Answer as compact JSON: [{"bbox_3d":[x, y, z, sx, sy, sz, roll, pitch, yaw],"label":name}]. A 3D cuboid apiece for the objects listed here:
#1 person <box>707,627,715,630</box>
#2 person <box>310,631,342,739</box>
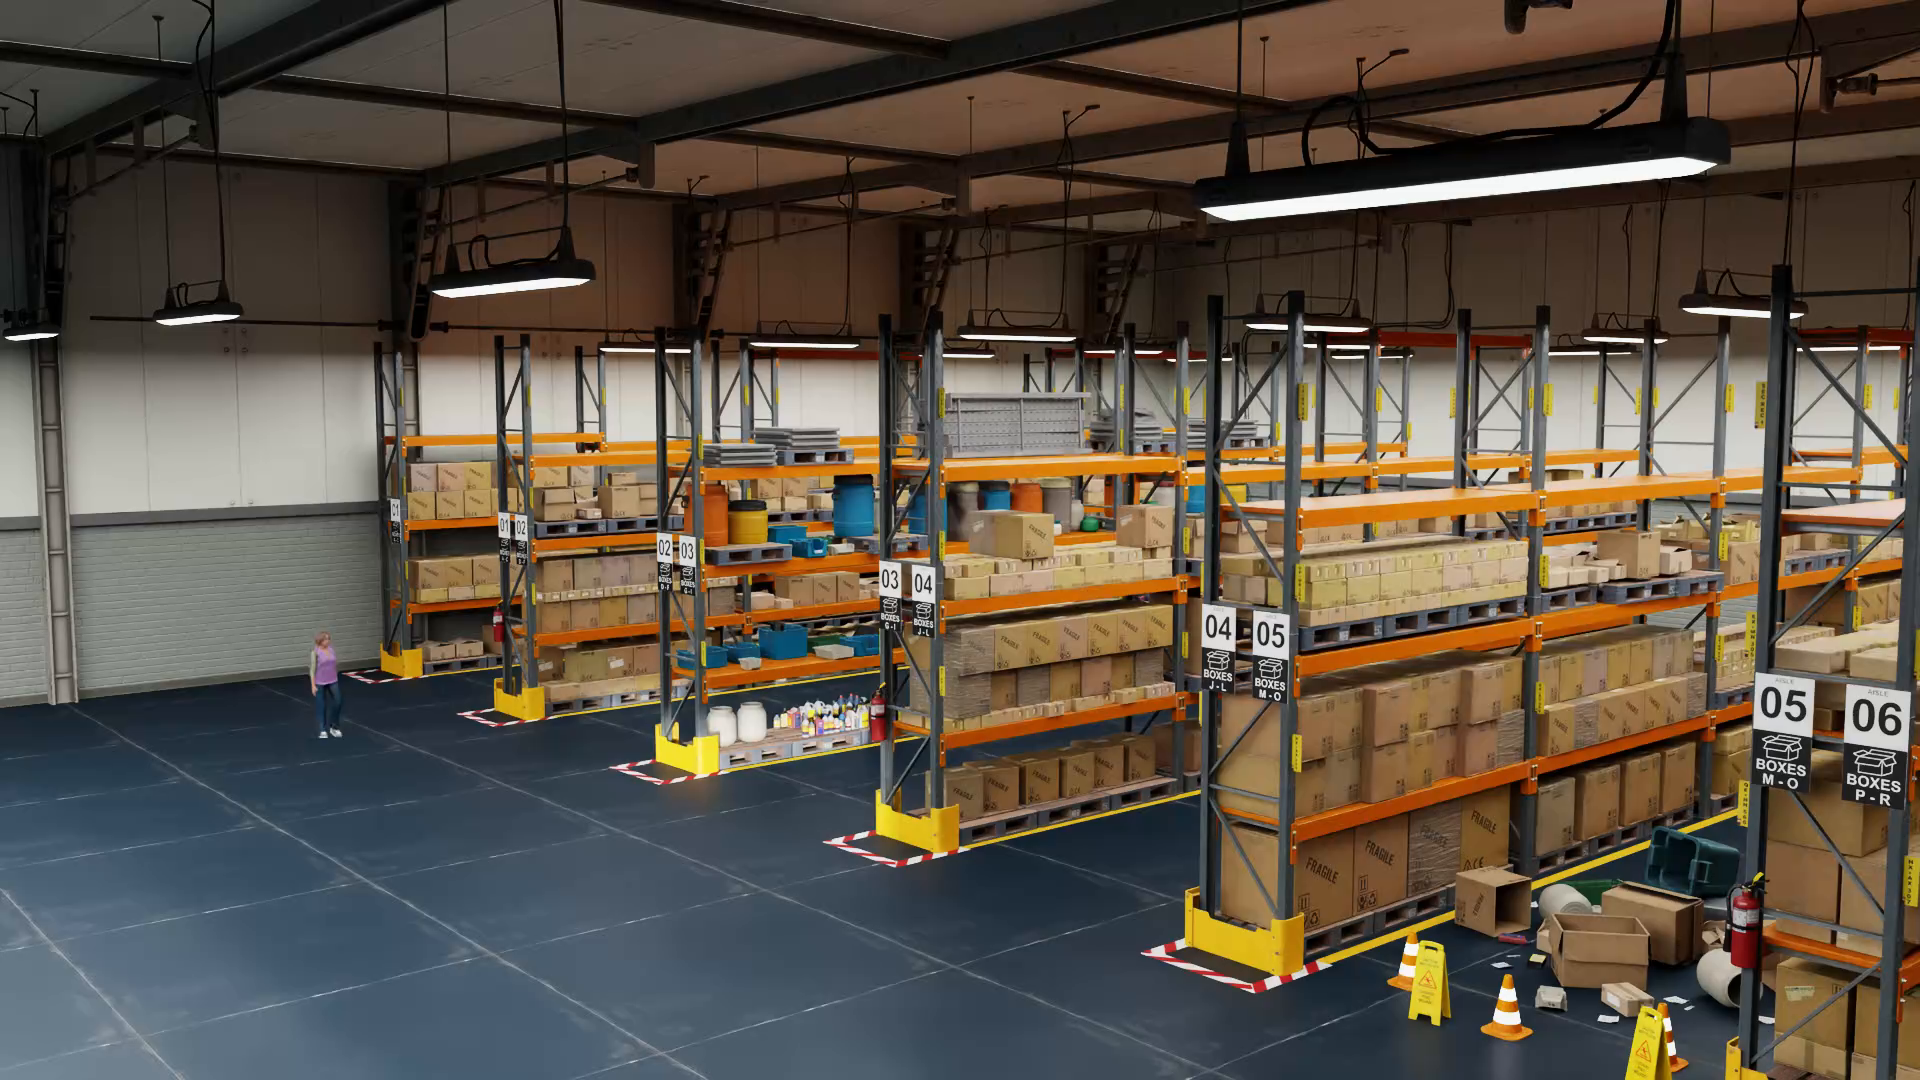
[{"bbox_3d":[-4.688,1.487,30.955,0.603,1.825,0.520,-1,5,-9],"label":"person"},{"bbox_3d":[-9.399,2.152,24.604,0.467,1.625,0.380,-4,7,-40],"label":"person"}]
